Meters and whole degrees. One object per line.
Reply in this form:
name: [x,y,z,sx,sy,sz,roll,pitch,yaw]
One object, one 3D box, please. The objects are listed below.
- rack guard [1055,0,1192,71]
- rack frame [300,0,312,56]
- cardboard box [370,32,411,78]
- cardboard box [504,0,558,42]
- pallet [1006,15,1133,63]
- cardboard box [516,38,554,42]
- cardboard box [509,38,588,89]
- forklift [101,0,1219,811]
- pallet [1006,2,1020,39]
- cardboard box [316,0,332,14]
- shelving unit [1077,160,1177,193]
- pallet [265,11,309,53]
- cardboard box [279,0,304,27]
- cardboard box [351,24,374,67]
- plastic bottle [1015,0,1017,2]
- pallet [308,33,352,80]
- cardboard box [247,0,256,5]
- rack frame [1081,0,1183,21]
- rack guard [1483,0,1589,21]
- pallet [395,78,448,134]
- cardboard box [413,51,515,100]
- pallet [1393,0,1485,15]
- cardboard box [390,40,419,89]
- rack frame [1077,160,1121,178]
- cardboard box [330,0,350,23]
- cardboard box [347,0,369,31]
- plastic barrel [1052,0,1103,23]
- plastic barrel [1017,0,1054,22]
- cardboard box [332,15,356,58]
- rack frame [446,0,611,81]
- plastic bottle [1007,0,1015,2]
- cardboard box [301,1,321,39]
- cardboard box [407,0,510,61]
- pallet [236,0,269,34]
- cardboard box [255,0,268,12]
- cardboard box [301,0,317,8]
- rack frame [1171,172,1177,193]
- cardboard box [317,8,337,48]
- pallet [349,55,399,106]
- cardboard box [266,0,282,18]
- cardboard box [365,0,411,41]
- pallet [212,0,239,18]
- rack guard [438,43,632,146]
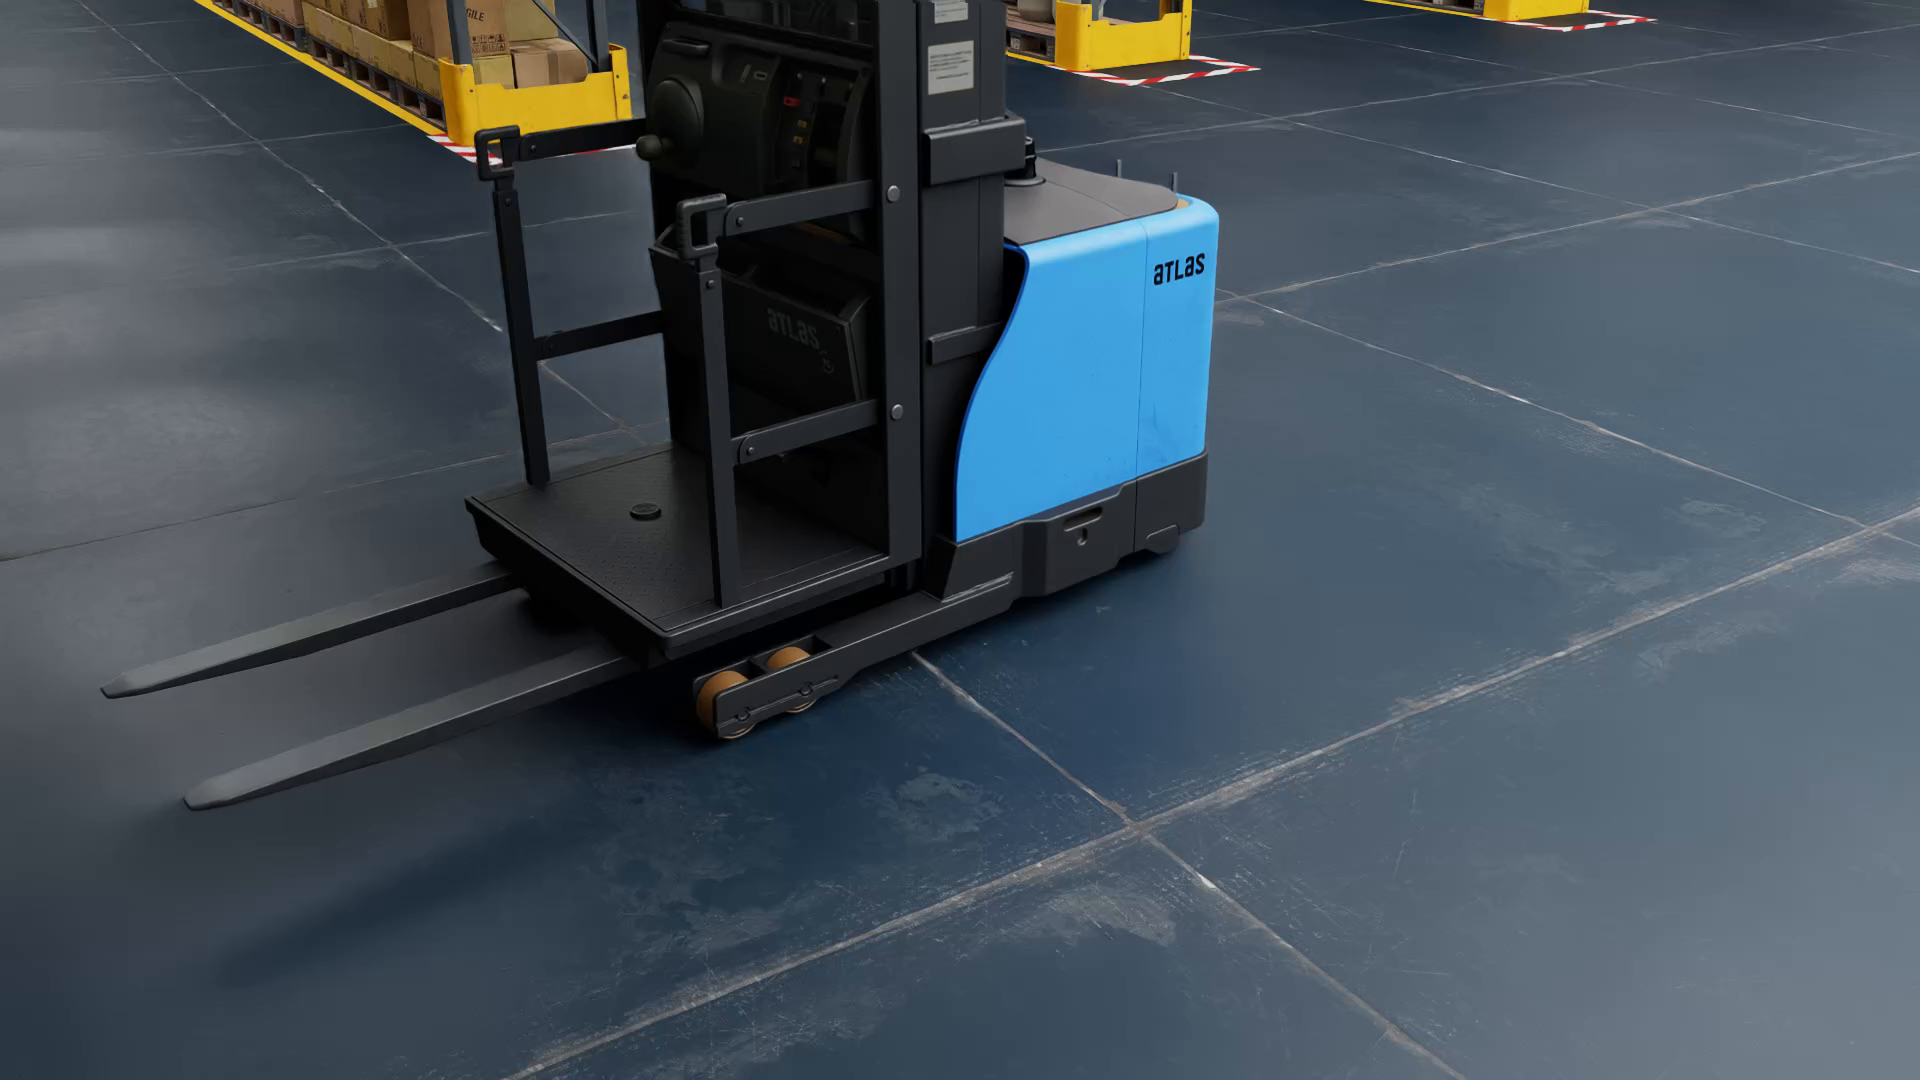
rack guard: [1.313,-4.084,13.316,1.175,0.500,0.348,-16,29,-30]
rack frame: [-4.942,-5.476,13.336,1.000,3.000,0.127,-16,29,-30]
cardboard box: [-3.857,-3.469,11.814,0.500,0.250,0.500,-16,29,-30]
cardboard box: [-3.140,-3.753,11.537,0.500,0.500,0.500,-16,29,-30]
pallet: [0.874,-4.245,13.995,1.003,0.211,1.213,-16,29,-30]
cardboard box: [-3.141,-3.413,11.696,0.500,0.250,0.500,-16,29,-30]
cardboard box: [-2.865,-3.235,11.319,0.500,0.250,0.500,-16,29,-30]
forklift: [-0.686,-1.078,4.101,3.031,2.935,1.130,-20,32,-36]
pallet: [0.212,-4.681,14.919,1.003,0.211,1.213,-16,29,-30]
cardboard box: [-4.672,-4.346,12.792,0.500,0.500,0.500,-16,29,-30]
shelving unit: [0.528,-0.696,5.495,0.215,1.050,0.252,-20,32,-36]
pallet: [-5.377,-4.469,14.470,1.003,0.211,1.213,-16,29,-30]
cardboard box: [-5.412,-4.503,14.004,0.500,0.250,0.500,-16,30,-30]
cardboard box: [-4.128,-3.648,12.194,0.500,0.250,0.500,-16,29,-30]
plastic bottle: [0.557,-4.975,14.942,0.061,0.283,0.133,-15,29,-29]
pallet: [-4.543,-3.921,13.308,1.003,0.211,1.213,-16,29,-30]
cardboard box: [-6.242,-5.050,15.162,0.500,0.250,0.500,-15,29,-29]
rack frame: [1.393,-5.198,12.748,1.000,3.000,0.127,-16,29,-30]
rack guard: [5.502,-5.249,15.784,1.175,0.500,0.348,-16,29,-30]
pallet: [-3.211,-3.048,11.459,1.003,0.211,1.213,-16,29,-30]
cardboard box: [-3.299,-3.115,11.063,0.500,0.250,0.500,-16,29,-30]
pallet: [5.088,-5.417,16.479,1.003,0.211,1.213,-16,29,-30]
cardboard box: [-3.582,-3.291,11.436,0.500,0.250,0.500,-16,29,-30]
rack frame: [0.448,-0.735,5.578,0.200,1.050,0.008,-20,32,-36]
cardboard box: [-4.406,-4.165,12.410,0.500,0.500,0.500,-16,29,-30]
cardboard box: [-4.131,-3.987,12.032,0.500,0.500,0.500,-16,29,-30]
plastic barrel: [0.970,-4.481,13.650,0.421,0.512,0.421,0,25,0]
plastic barrel: [0.697,-4.660,14.030,0.421,0.512,0.421,0,25,0]
cardboard box: [-4.406,-3.826,12.569,0.500,0.250,0.500,-16,29,-30]
rack frame: [-2.759,-4.045,10.305,1.000,3.000,0.127,-16,29,-30]
plastic bottle: [0.478,-5.007,15.023,0.097,0.271,0.097,0,25,0]
cardboard box: [-4.943,-4.186,13.332,0.500,0.250,0.500,-16,29,-30]
cardboard box: [-3.301,-3.453,10.902,0.500,0.500,0.500,-16,29,-30]
pallet: [-6.047,-4.906,15.395,1.003,0.211,1.213,-16,29,-30]
cardboard box: [-5.966,-4.867,14.776,0.500,0.250,0.500,-15,29,-28]
cardboard box: [-4.952,-4.523,13.167,0.500,0.500,0.500,-16,29,-30]
rack frame: [0.608,-0.657,5.411,0.200,1.050,0.008,-20,32,-36]
cardboard box: [-4.675,-4.006,12.951,0.500,0.250,0.500,-16,29,-30]
pallet: [-3.873,-3.484,12.383,1.003,0.211,1.213,-16,29,-30]
cardboard box: [-5.686,-4.684,14.388,0.500,0.250,0.500,-16,30,-30]
cardboard box: [-3.859,-3.808,11.652,0.500,0.500,0.500,-16,29,-30]
pallet: [-6.709,-5.342,16.319,1.003,0.211,1.213,-16,29,-30]
rack guard: [-2.746,-2.906,10.821,1.175,0.500,0.348,-16,29,-30]
